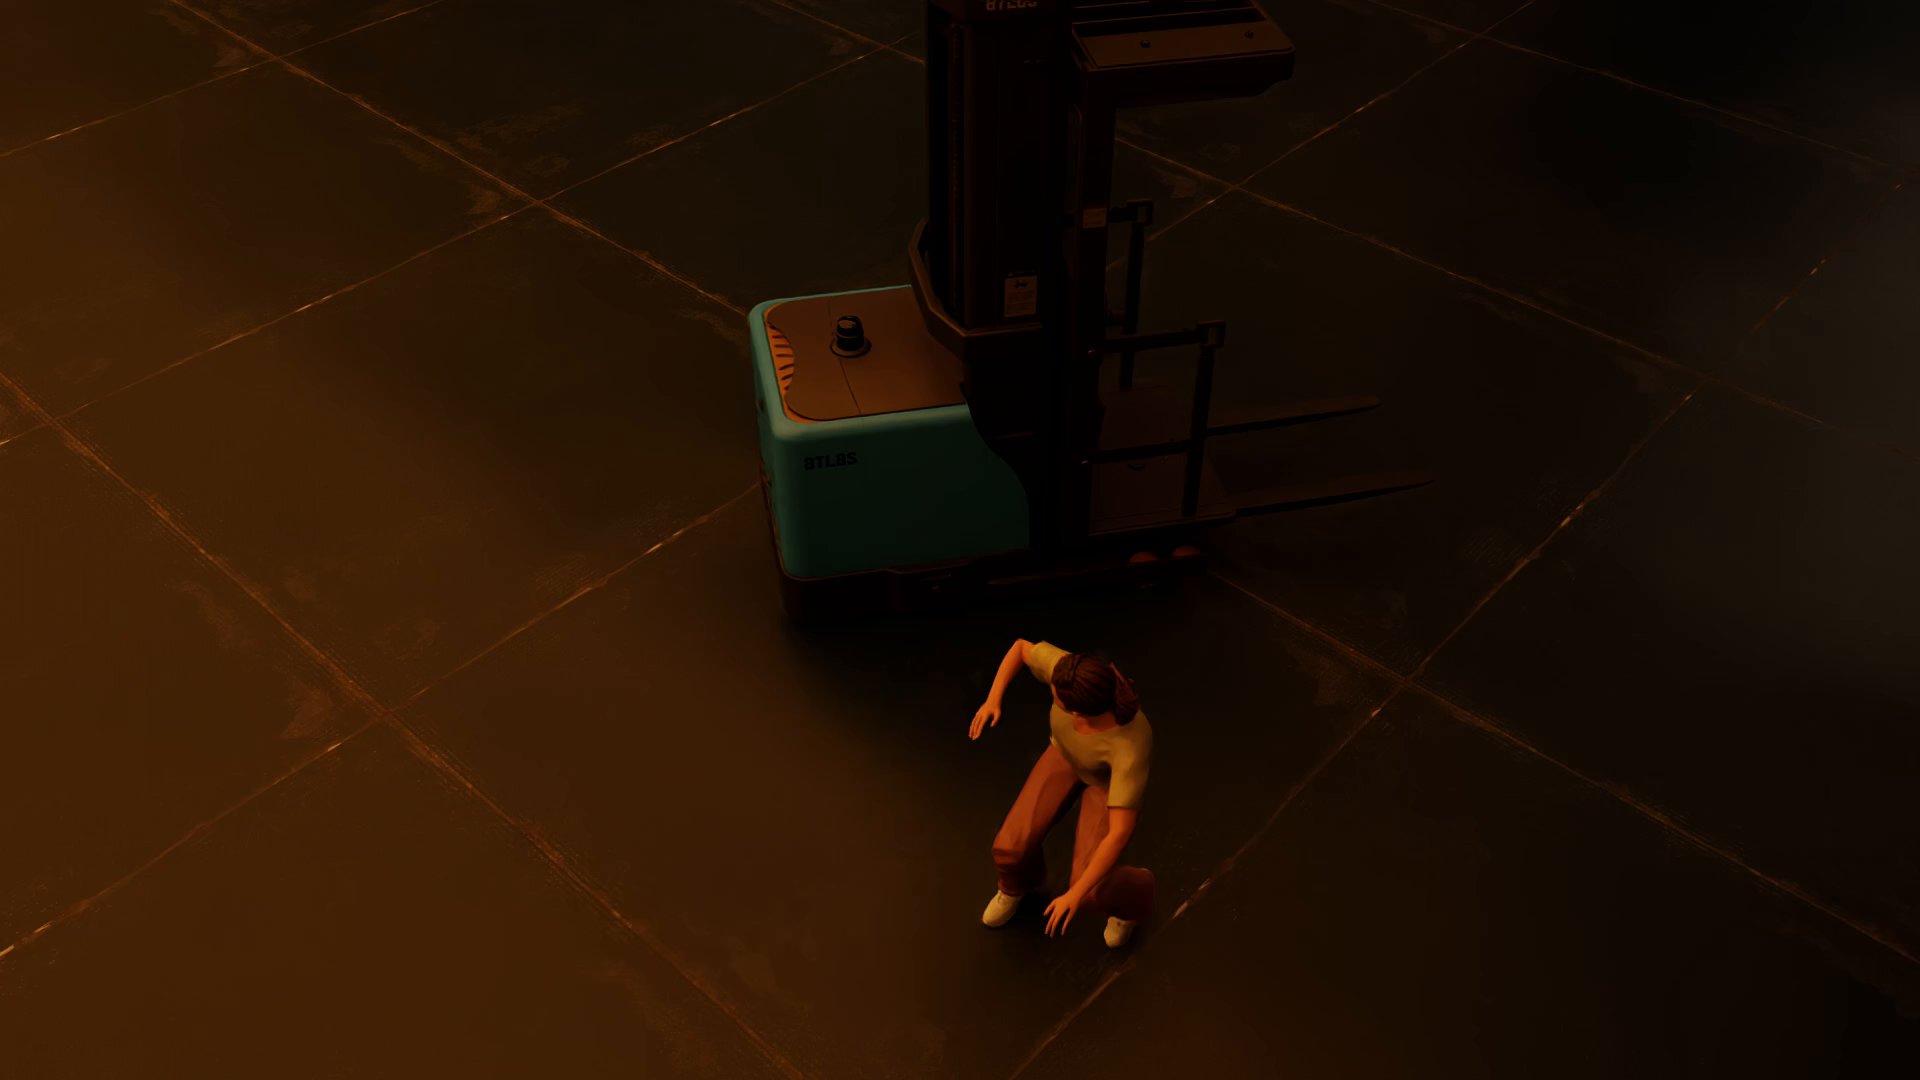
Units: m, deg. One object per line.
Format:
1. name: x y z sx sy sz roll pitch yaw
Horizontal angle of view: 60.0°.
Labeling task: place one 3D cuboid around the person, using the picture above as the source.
1. person: 0.433 0.887 5.667 0.593 1.094 0.564 28 48 29

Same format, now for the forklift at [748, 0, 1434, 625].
1. forklift: 0.635 -1.230 6.861 3.031 2.935 1.130 -8 41 -9
